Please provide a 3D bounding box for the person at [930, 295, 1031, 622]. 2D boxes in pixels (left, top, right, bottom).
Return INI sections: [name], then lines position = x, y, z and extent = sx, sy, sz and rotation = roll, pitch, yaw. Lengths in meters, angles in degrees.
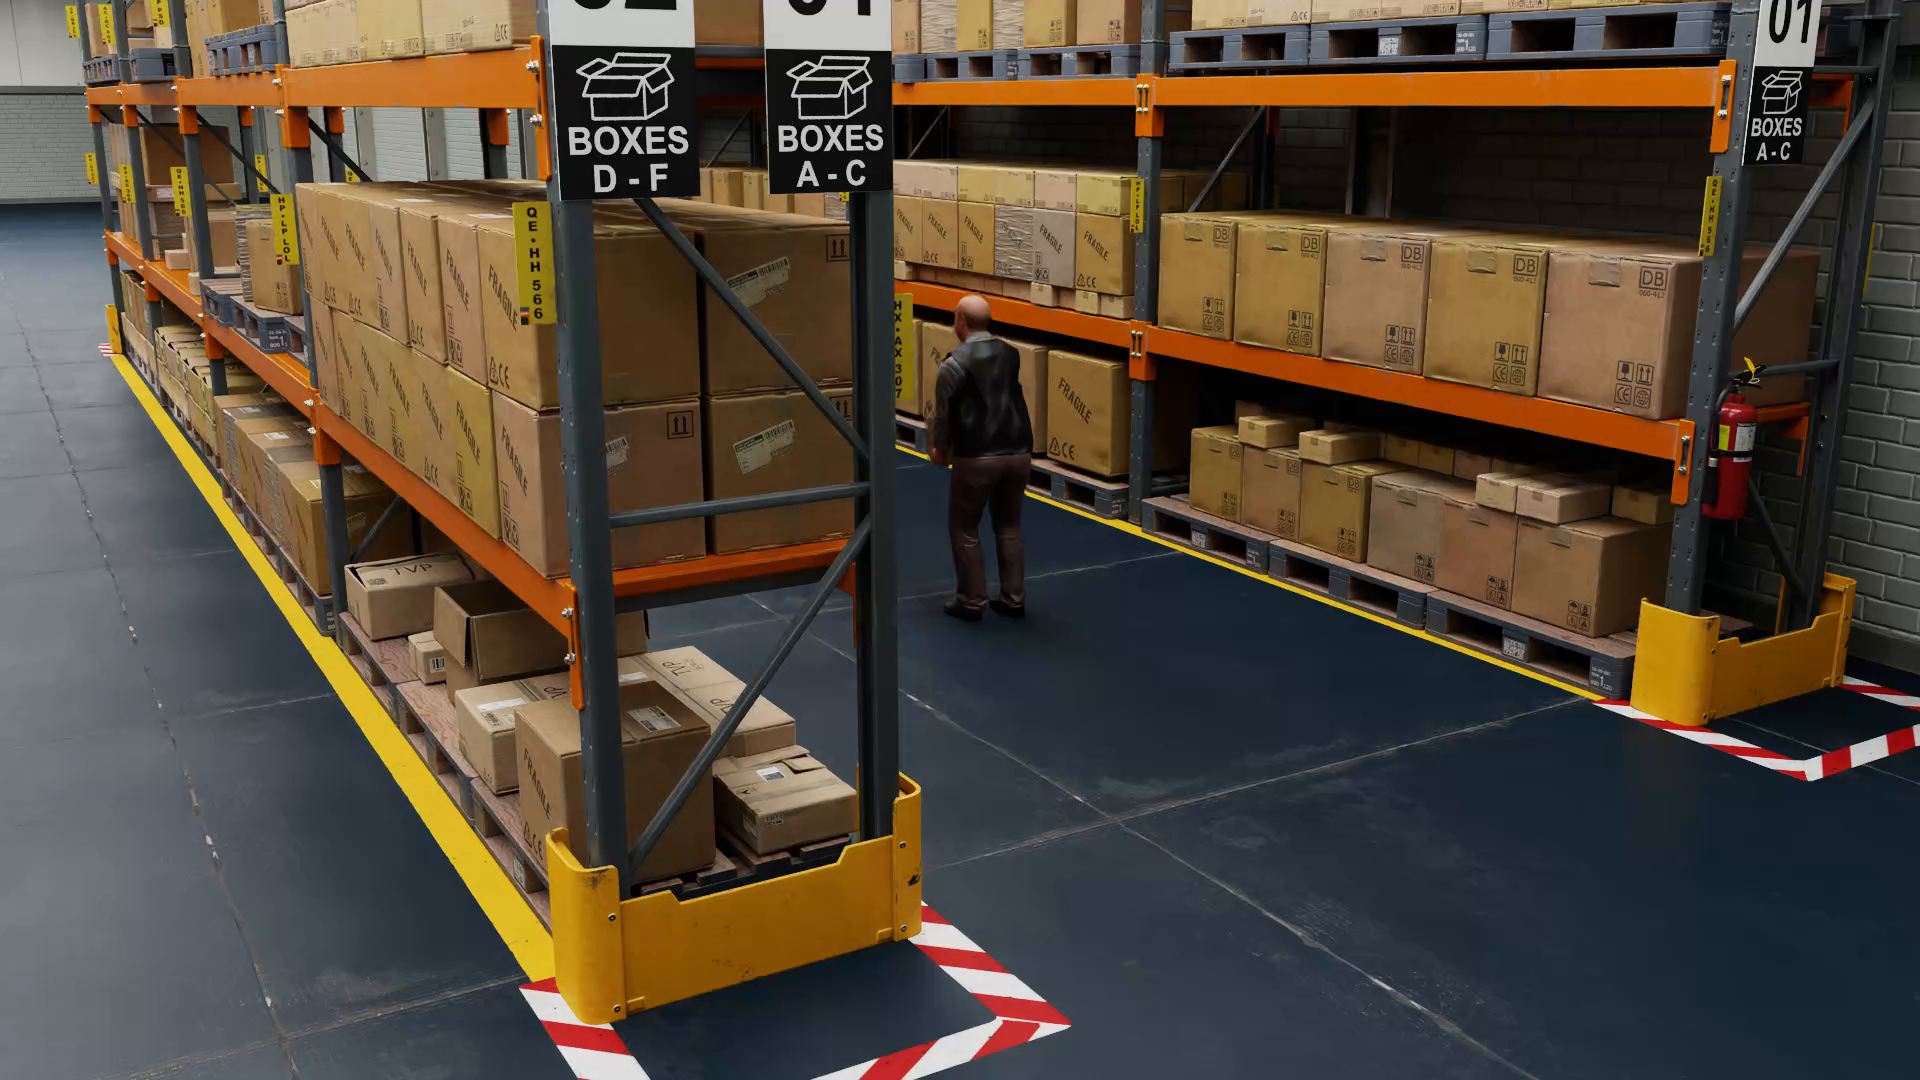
[person]
position = 0.088, -0.433, 8.756
extent = 0.486, 1.703, 0.560
rotation = -9, 17, -31
